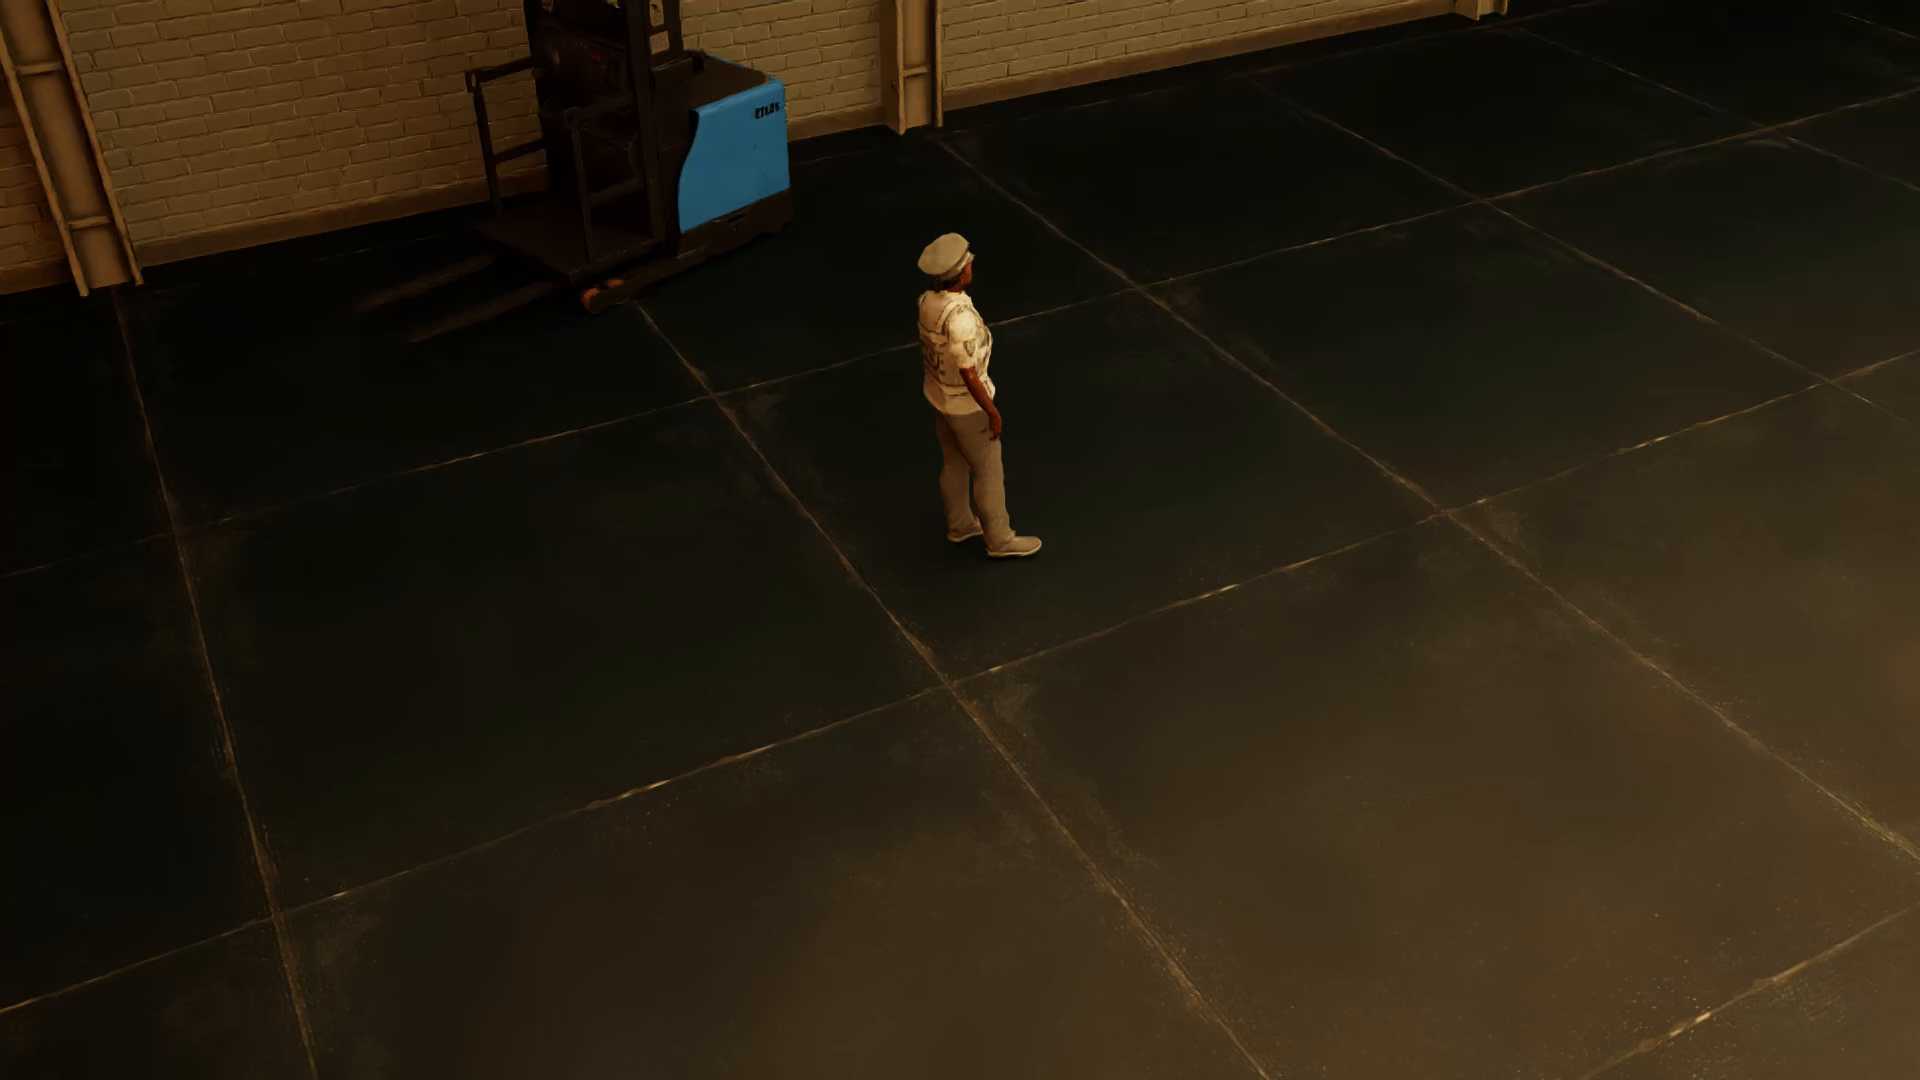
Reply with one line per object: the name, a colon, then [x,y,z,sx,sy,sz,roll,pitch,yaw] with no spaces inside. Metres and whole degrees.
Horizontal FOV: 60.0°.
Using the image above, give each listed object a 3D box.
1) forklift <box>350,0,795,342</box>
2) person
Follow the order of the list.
forklift: [-2.529,-2.980,10.339,1.130,2.935,3.031,27,44,33]
person: [0.075,-0.709,8.183,0.529,1.695,0.570,-17,39,-23]
